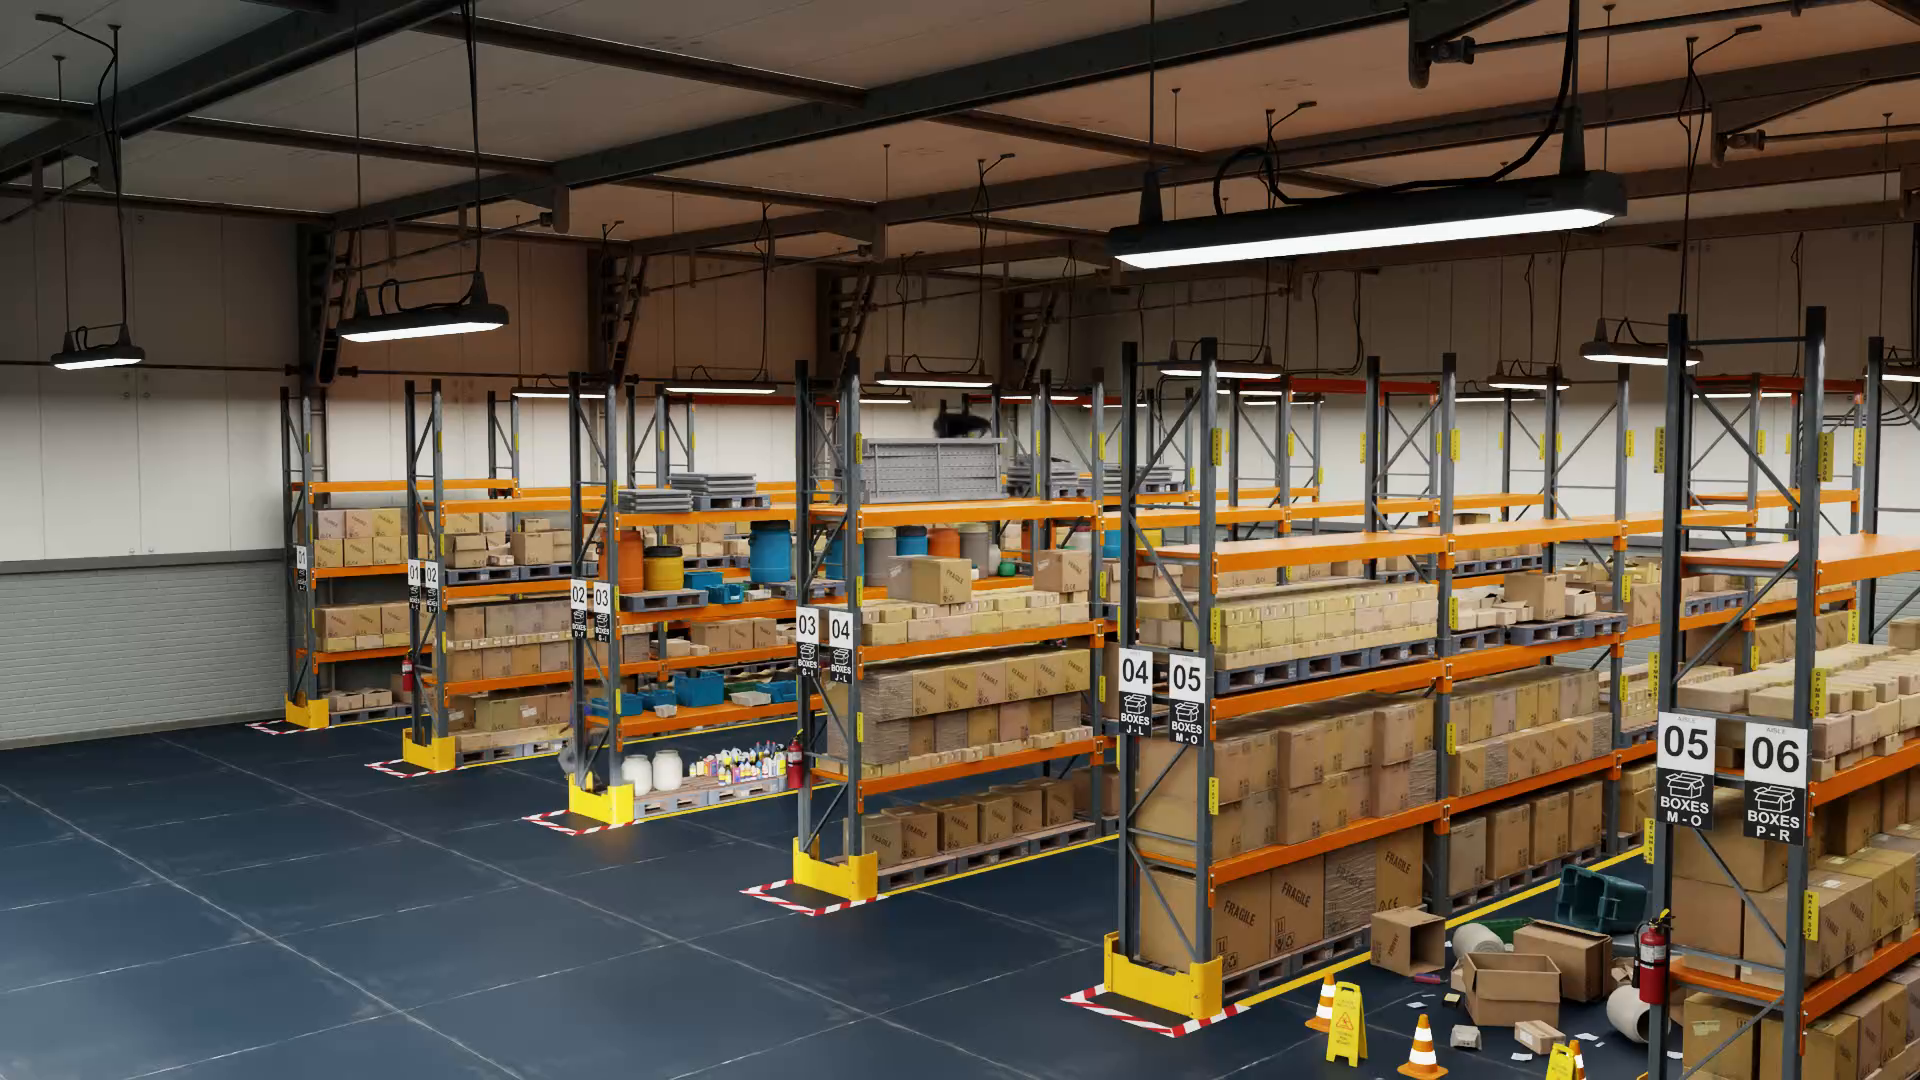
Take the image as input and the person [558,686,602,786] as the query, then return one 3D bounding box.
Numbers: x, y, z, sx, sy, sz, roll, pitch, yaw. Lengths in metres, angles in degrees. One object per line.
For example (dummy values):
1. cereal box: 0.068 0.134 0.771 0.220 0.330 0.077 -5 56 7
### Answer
1. person: -5.435 2.856 23.804 0.677 1.600 0.752 -1 4 -21
